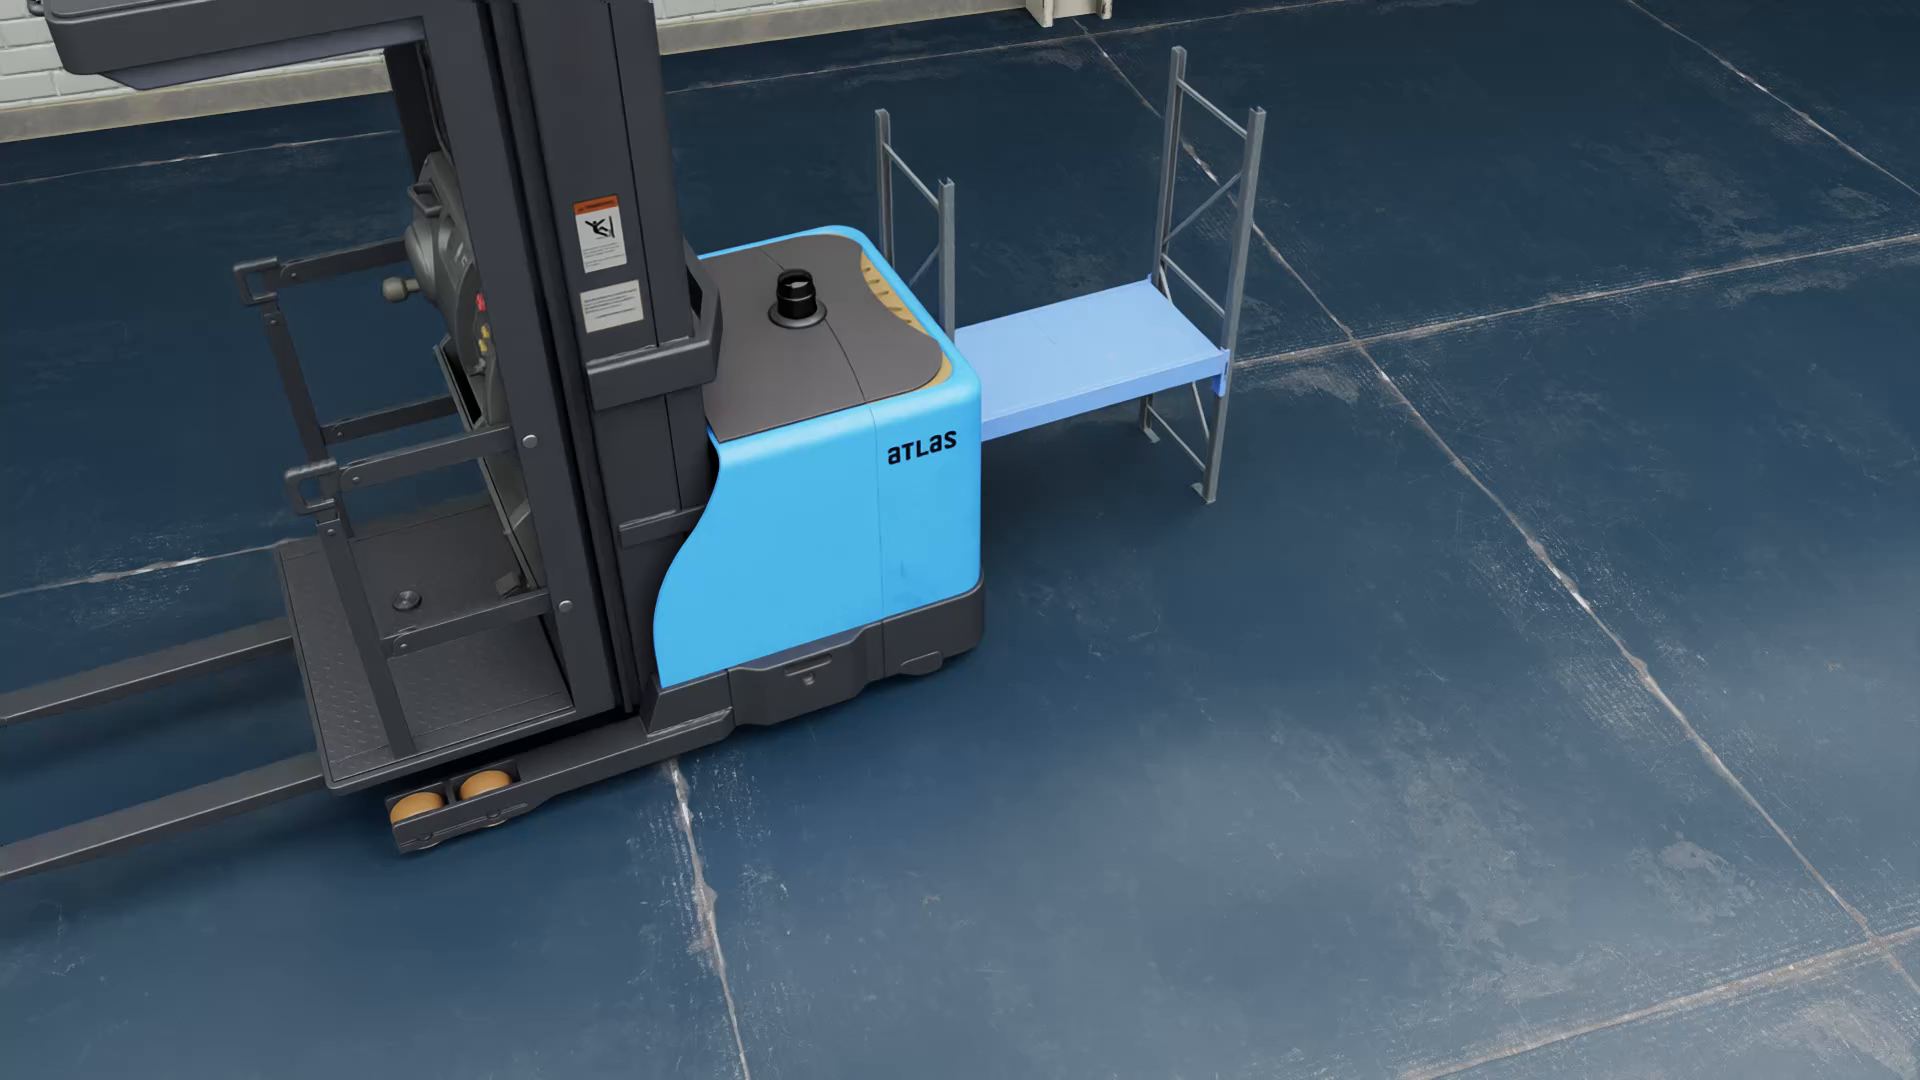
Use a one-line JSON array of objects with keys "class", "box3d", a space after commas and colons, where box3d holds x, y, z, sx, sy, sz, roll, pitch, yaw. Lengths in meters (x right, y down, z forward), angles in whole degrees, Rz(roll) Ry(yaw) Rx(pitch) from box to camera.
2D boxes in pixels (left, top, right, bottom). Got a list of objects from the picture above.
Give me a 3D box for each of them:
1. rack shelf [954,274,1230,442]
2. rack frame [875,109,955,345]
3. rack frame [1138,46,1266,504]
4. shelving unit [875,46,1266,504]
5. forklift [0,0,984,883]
[{"class": "rack shelf", "box3d": [0.326, -0.569, 5.534, 1.000, 0.185, 0.538, -17, 44, -19]}, {"class": "rack frame", "box3d": [-0.135, -0.563, 5.255, 0.032, 1.500, 0.500, -17, 44, -19]}, {"class": "rack frame", "box3d": [0.787, -0.845, 5.578, 0.032, 1.500, 0.500, -17, 44, -19]}, {"class": "shelving unit", "box3d": [0.326, -0.704, 5.416, 1.048, 1.500, 0.538, -17, 44, -19]}, {"class": "forklift", "box3d": [-1.484, -0.621, 4.233, 3.031, 2.935, 1.130, -17, 44, -18]}]
